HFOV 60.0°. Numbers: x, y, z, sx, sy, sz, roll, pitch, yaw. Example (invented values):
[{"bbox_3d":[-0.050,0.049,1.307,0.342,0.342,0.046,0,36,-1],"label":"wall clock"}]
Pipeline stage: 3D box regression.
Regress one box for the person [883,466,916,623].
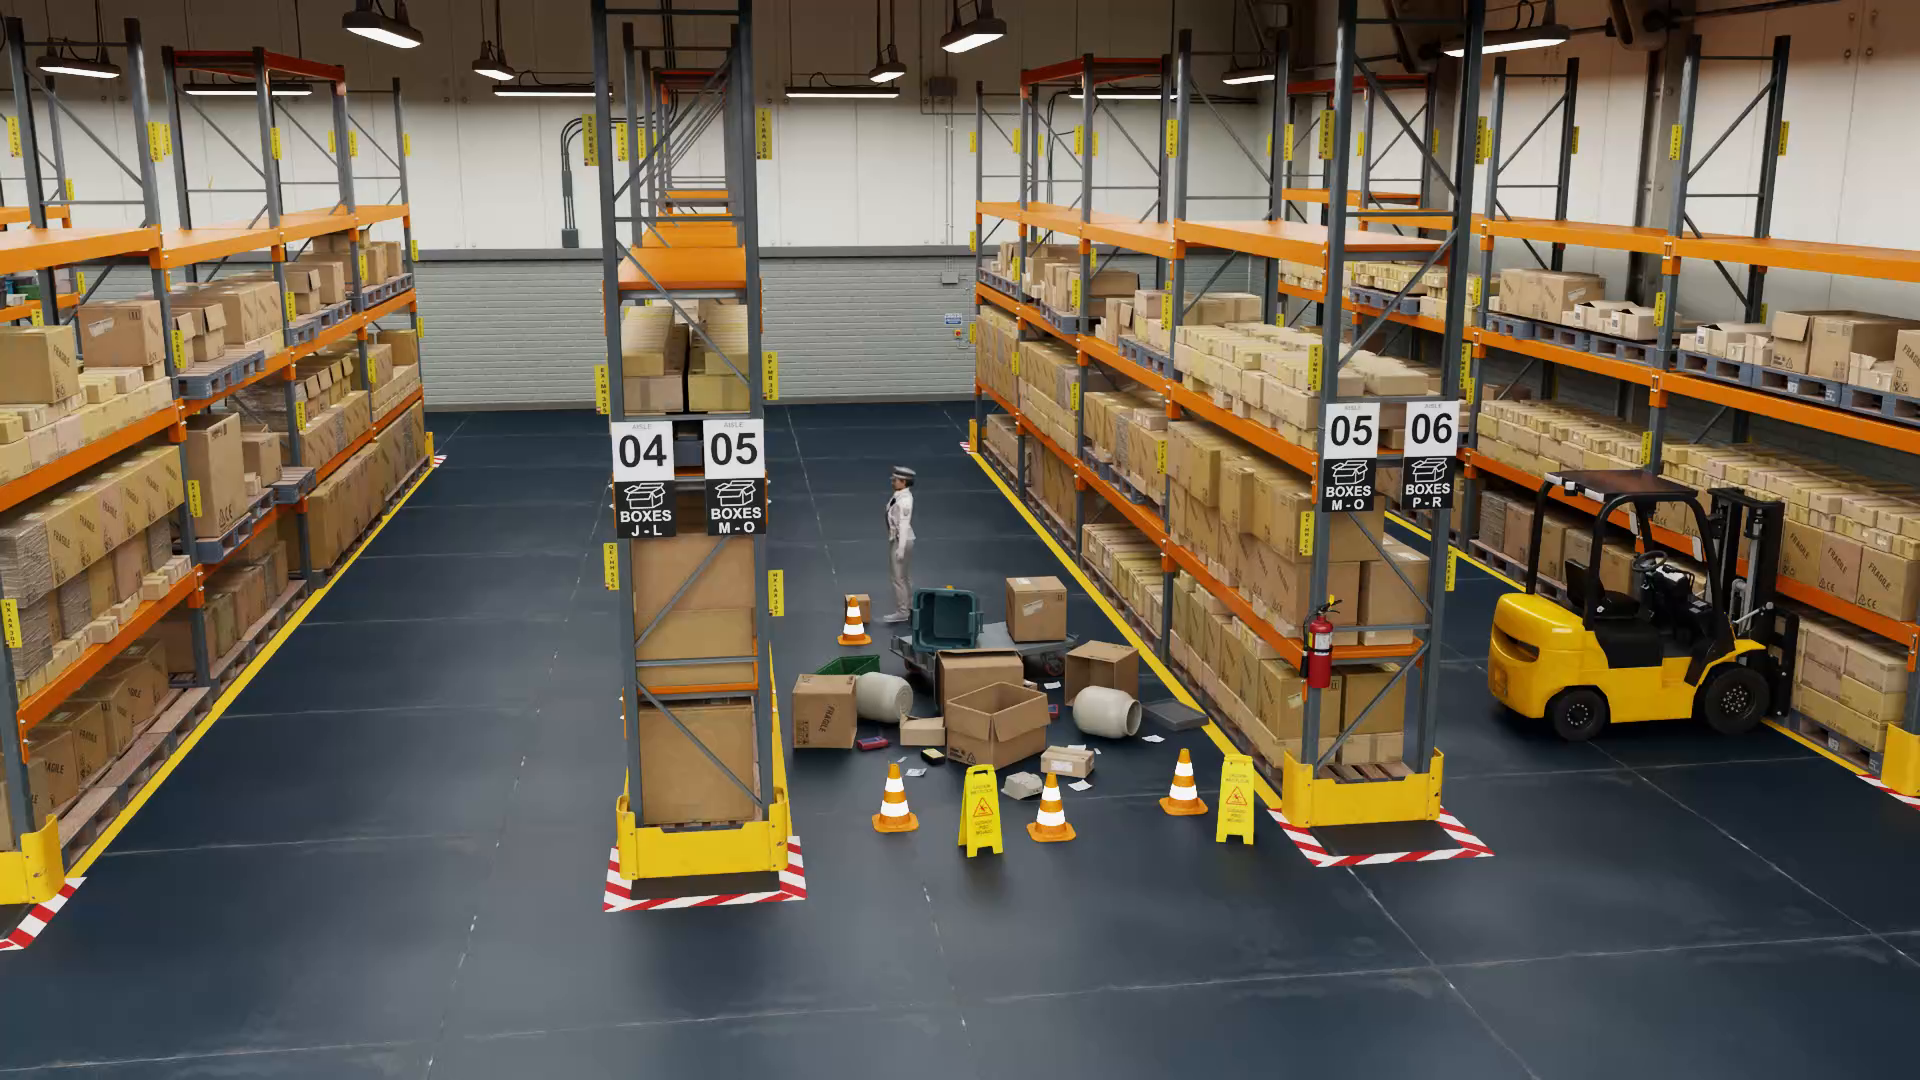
[{"bbox_3d":[-0.650,0.044,17.800,0.383,1.699,0.474,-1,13,-6],"label":"person"}]
